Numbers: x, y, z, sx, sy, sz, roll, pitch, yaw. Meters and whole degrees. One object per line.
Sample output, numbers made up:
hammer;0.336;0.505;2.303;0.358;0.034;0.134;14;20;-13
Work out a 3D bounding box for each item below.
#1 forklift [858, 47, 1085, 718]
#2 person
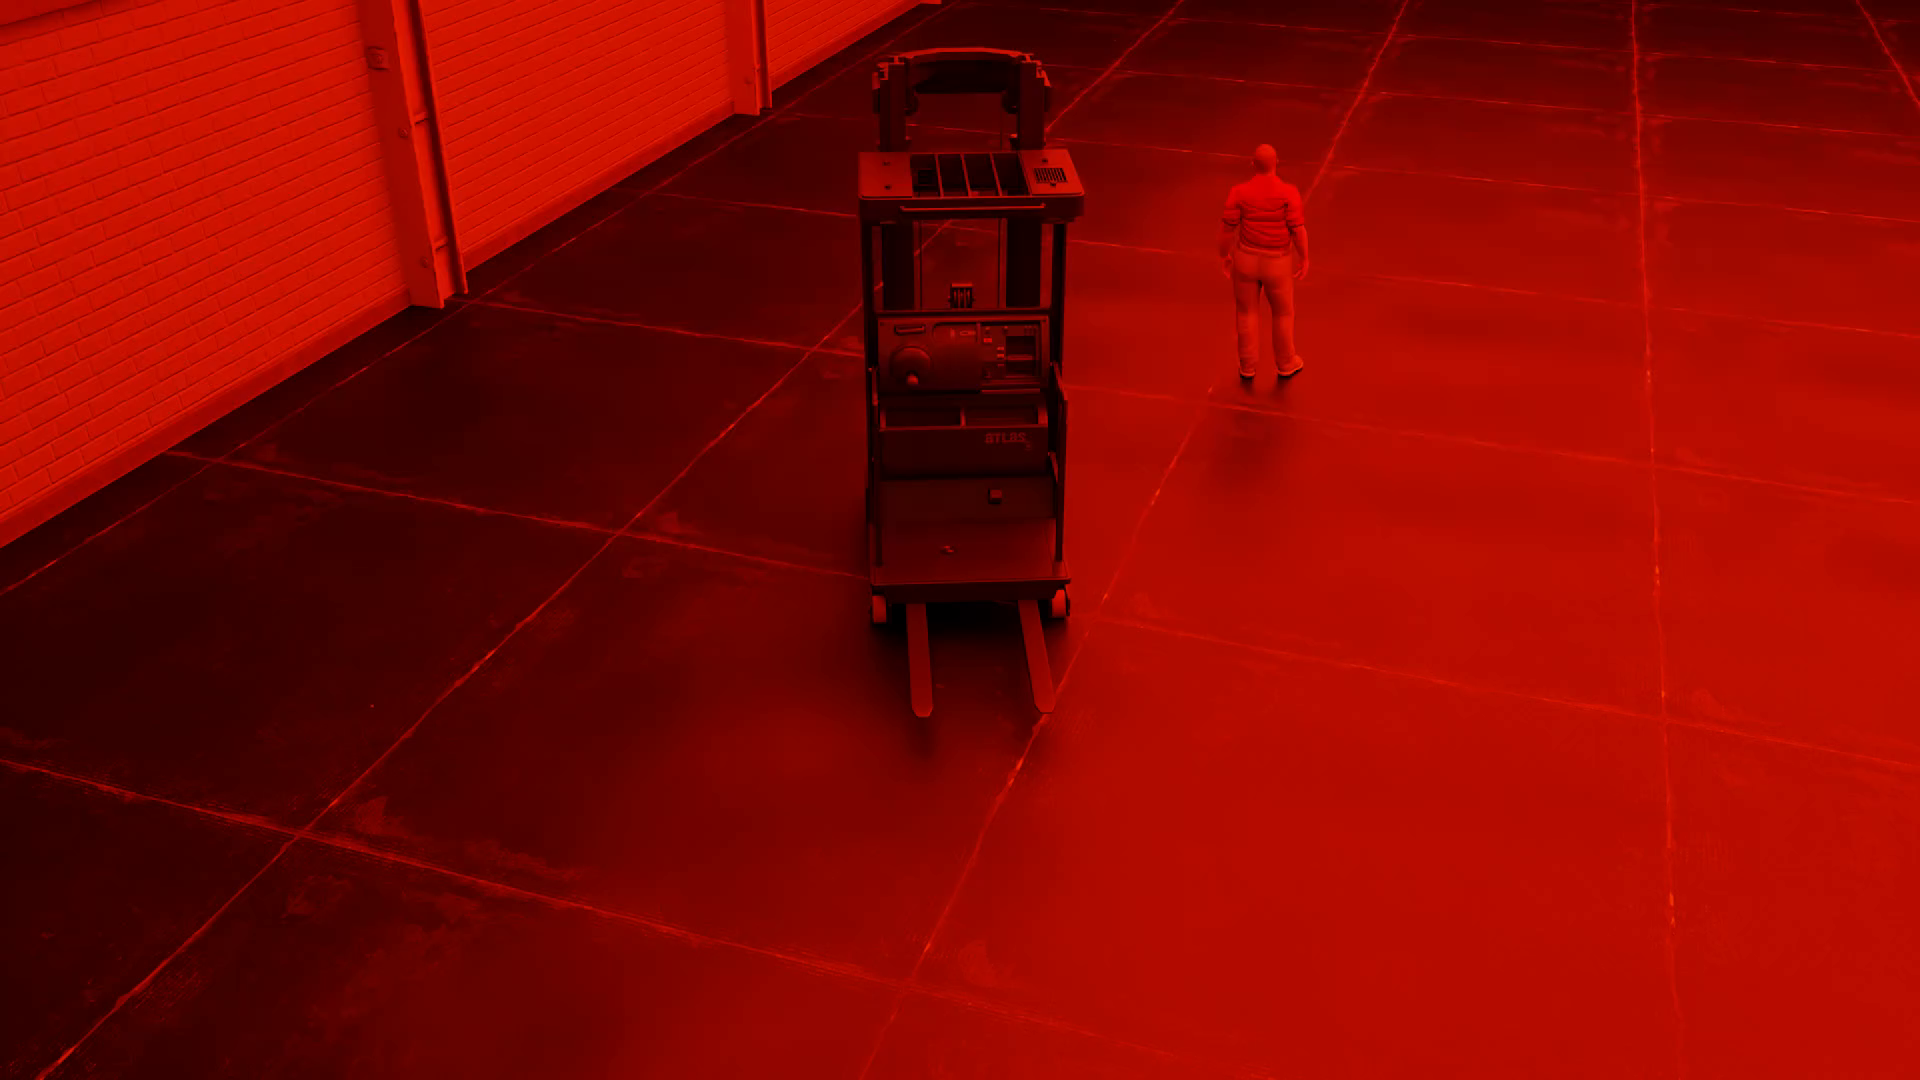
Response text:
forklift;0.035;-0.972;8.842;1.130;2.935;3.031;-2;30;-3
person;2.176;-1.995;11.836;0.640;1.727;0.551;10;31;16
